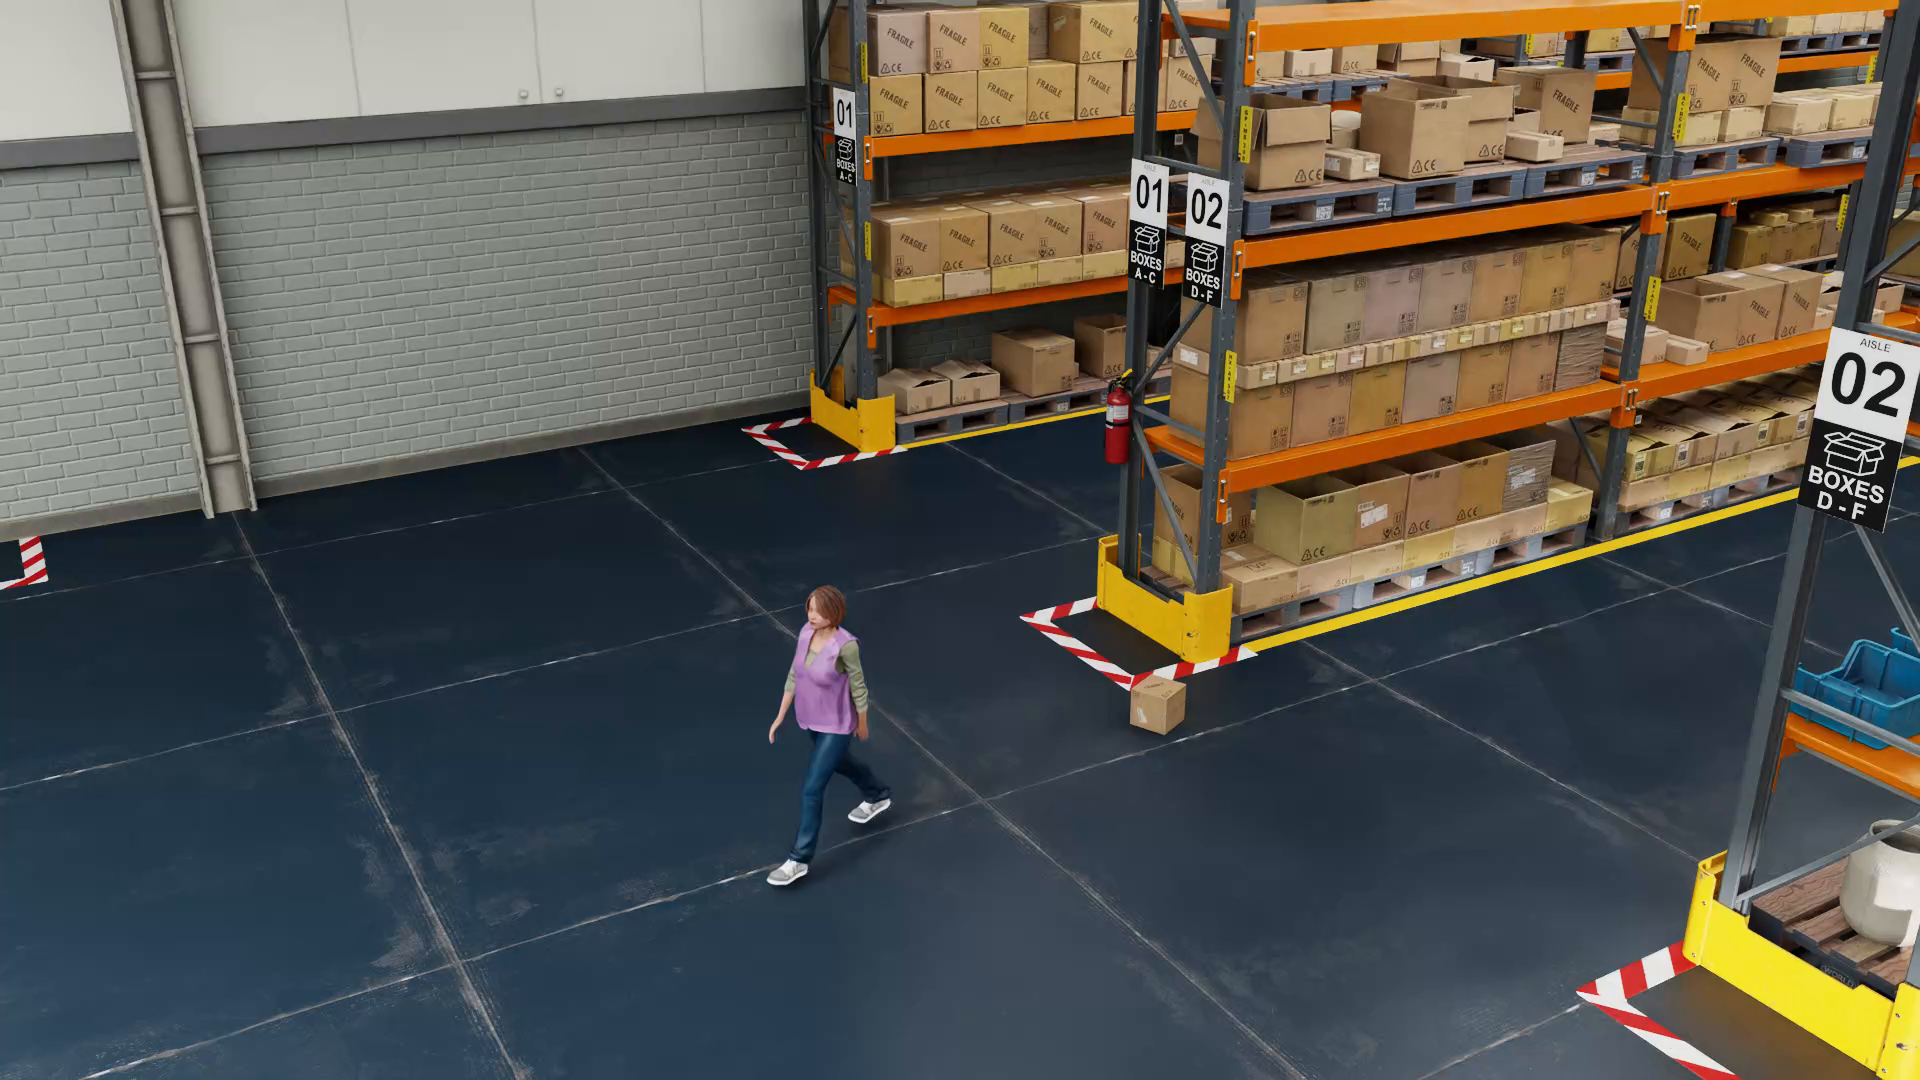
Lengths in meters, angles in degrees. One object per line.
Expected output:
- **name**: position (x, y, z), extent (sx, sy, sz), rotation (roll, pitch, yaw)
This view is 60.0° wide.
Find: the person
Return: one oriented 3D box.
- **person**: position (-0.725, 0.954, 8.747), extent (0.405, 1.539, 0.964), rotation (21, 30, 41)
